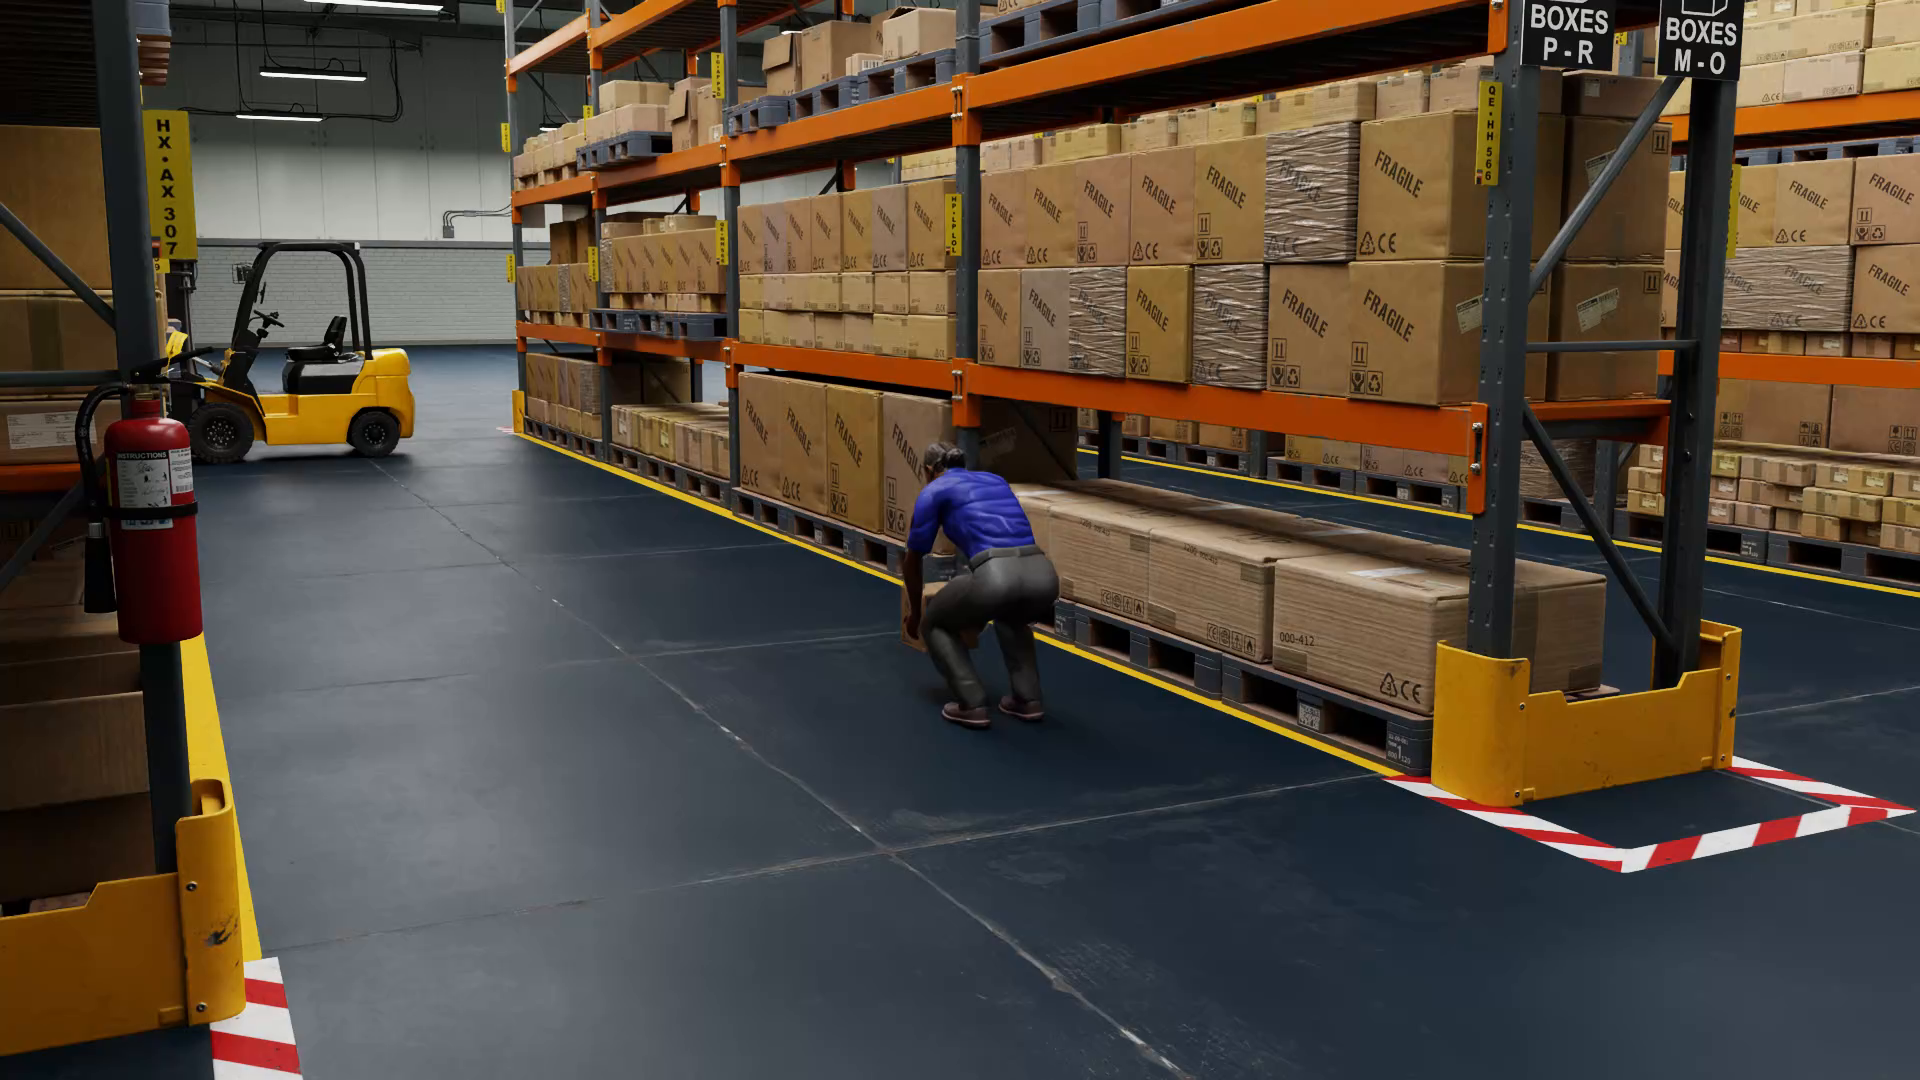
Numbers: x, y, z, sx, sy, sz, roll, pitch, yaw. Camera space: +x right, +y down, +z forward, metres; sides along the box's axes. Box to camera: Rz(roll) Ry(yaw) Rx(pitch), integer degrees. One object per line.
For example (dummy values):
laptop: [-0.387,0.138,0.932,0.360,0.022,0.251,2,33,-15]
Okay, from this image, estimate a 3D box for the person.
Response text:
person: [0.070,0.171,6.648,0.499,1.092,0.747,-4,9,-24]
